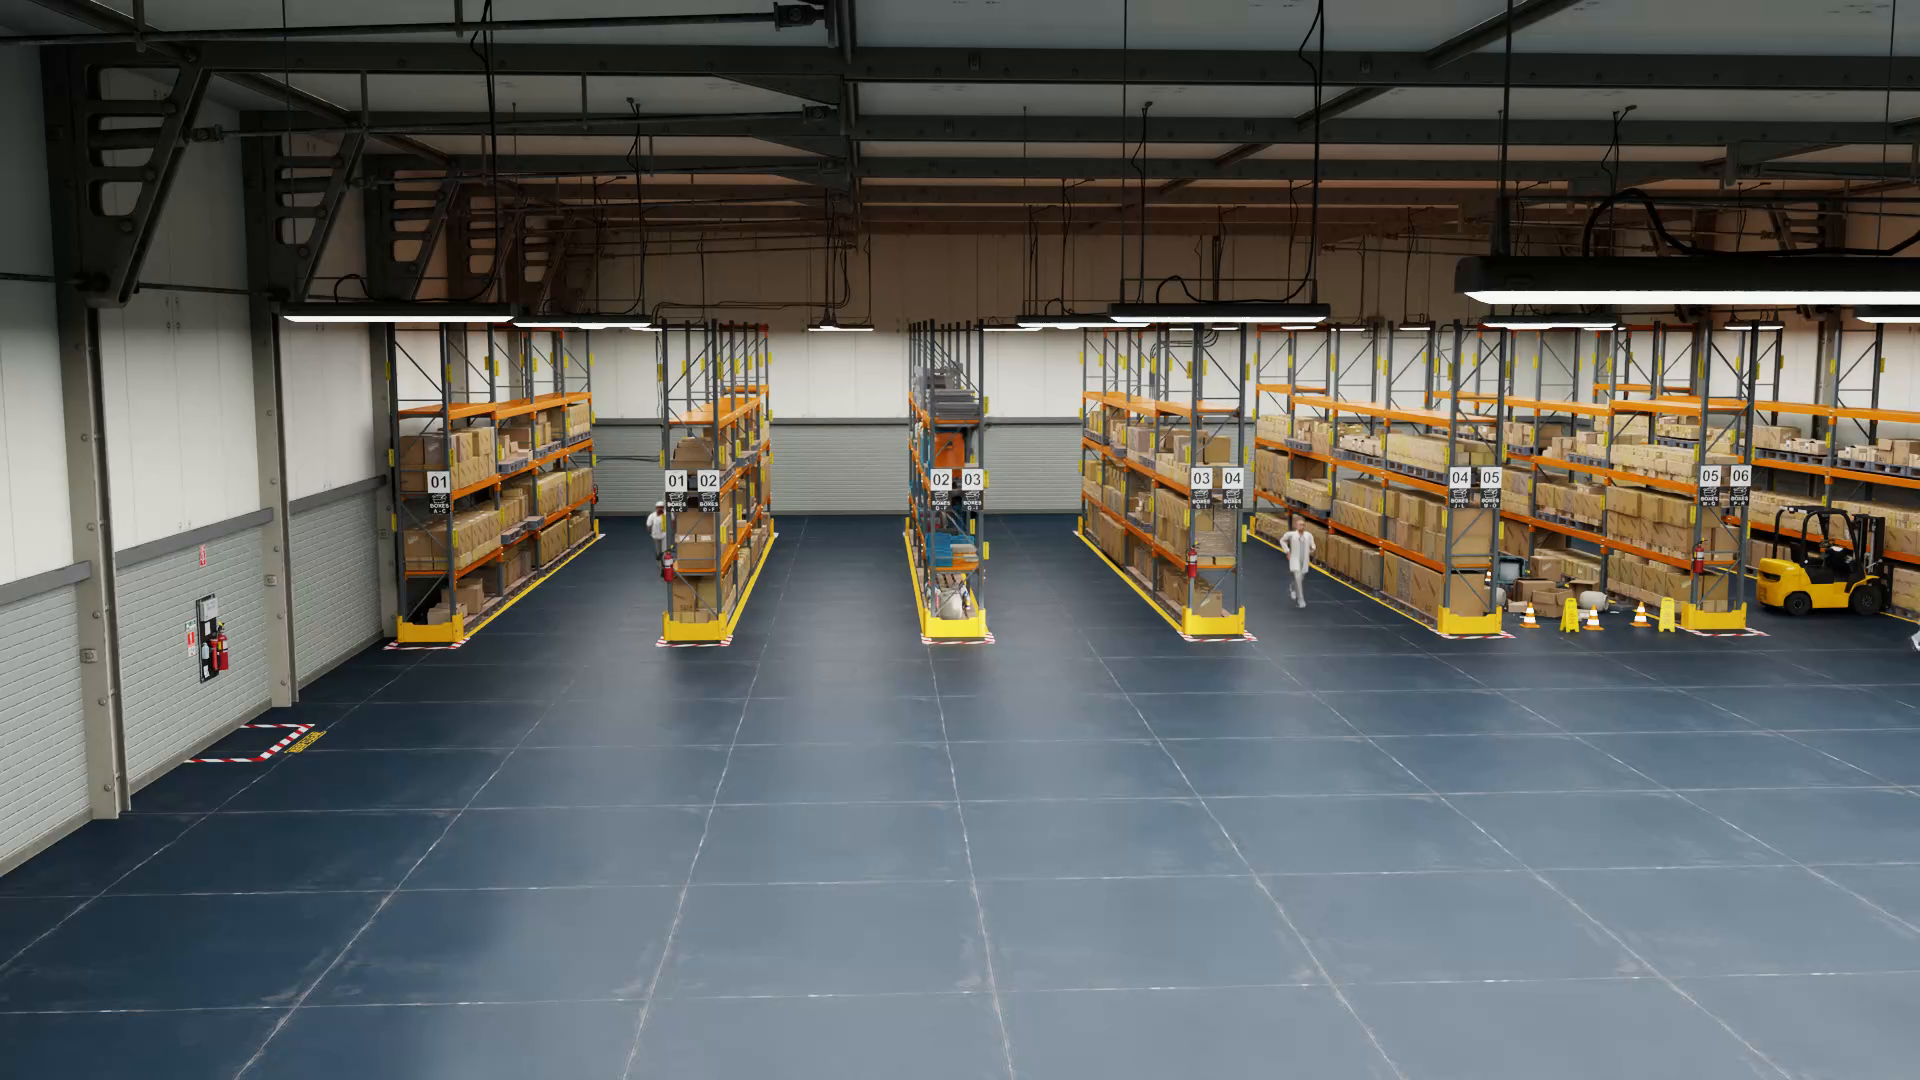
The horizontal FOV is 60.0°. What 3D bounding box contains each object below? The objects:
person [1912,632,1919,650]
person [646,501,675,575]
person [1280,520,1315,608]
[{"bbox_3d":[17.368,1.321,29.430,0.590,1.623,0.990,-4,8,-29],"label":"person"},{"bbox_3d":[-7.180,-0.071,39.930,0.685,1.744,0.900,-1,7,-8],"label":"person"},{"bbox_3d":[7.205,0.467,35.343,0.703,1.802,1.046,-1,7,-11],"label":"person"}]
